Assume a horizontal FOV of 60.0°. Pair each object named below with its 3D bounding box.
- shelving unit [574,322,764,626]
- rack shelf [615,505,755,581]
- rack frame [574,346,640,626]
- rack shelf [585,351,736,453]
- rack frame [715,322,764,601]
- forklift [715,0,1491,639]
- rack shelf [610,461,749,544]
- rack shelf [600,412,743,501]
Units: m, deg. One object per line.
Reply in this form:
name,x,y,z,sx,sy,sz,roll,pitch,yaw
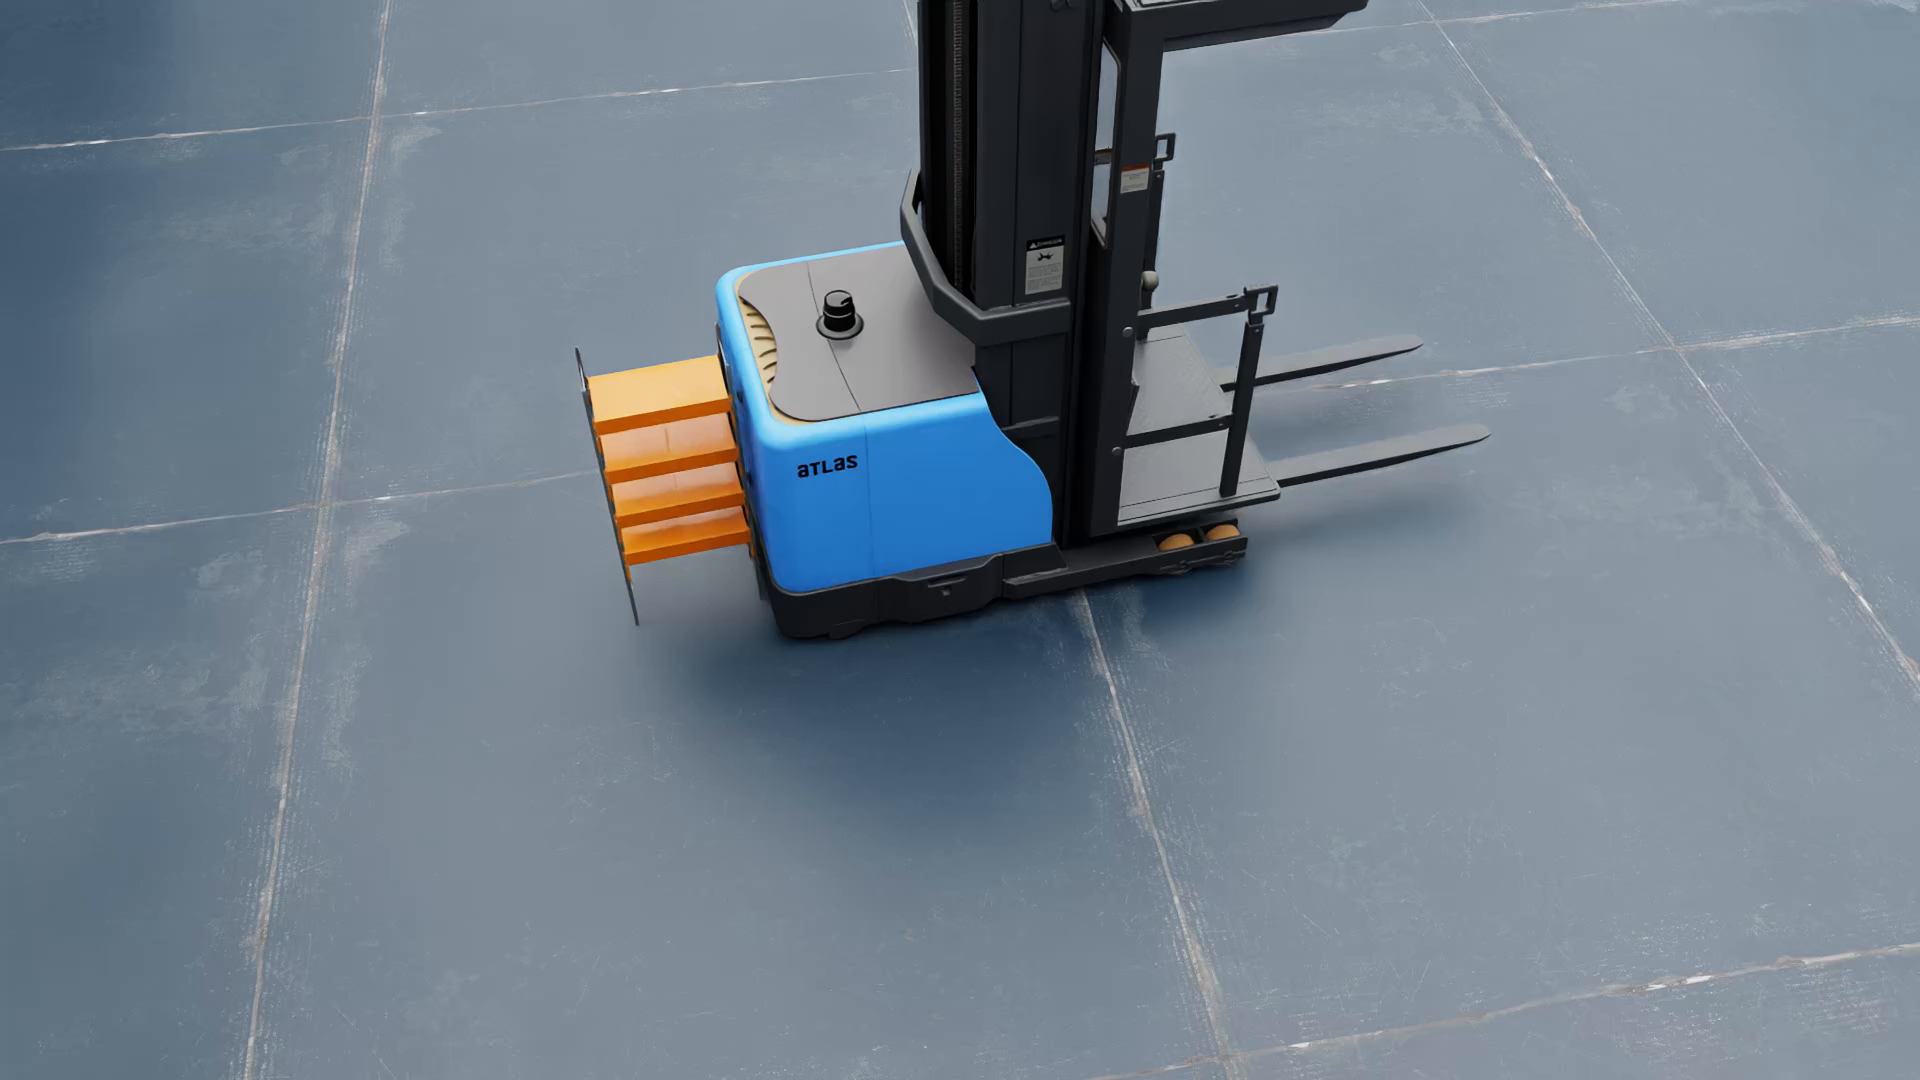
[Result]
shelving unit,-1.048,-0.215,6.119,0.503,1.200,0.258,-11,47,-10
rack shelf,-1.045,-0.031,6.311,0.480,0.148,0.258,-11,47,-10
rack frame,-1.284,-0.167,6.078,0.015,1.200,0.240,-11,47,-10
rack shelf,-1.052,-0.487,5.836,0.480,0.148,0.258,-11,47,-10
rack frame,-0.812,-0.263,6.161,0.015,1.200,0.240,-11,47,-10
forklift,0.644,-1.236,5.906,3.031,2.935,1.130,-11,47,-11
rack shelf,-1.047,-0.168,6.168,0.480,0.148,0.258,-11,47,-10
rack shelf,-1.050,-0.323,6.006,0.480,0.148,0.258,-11,47,-10
